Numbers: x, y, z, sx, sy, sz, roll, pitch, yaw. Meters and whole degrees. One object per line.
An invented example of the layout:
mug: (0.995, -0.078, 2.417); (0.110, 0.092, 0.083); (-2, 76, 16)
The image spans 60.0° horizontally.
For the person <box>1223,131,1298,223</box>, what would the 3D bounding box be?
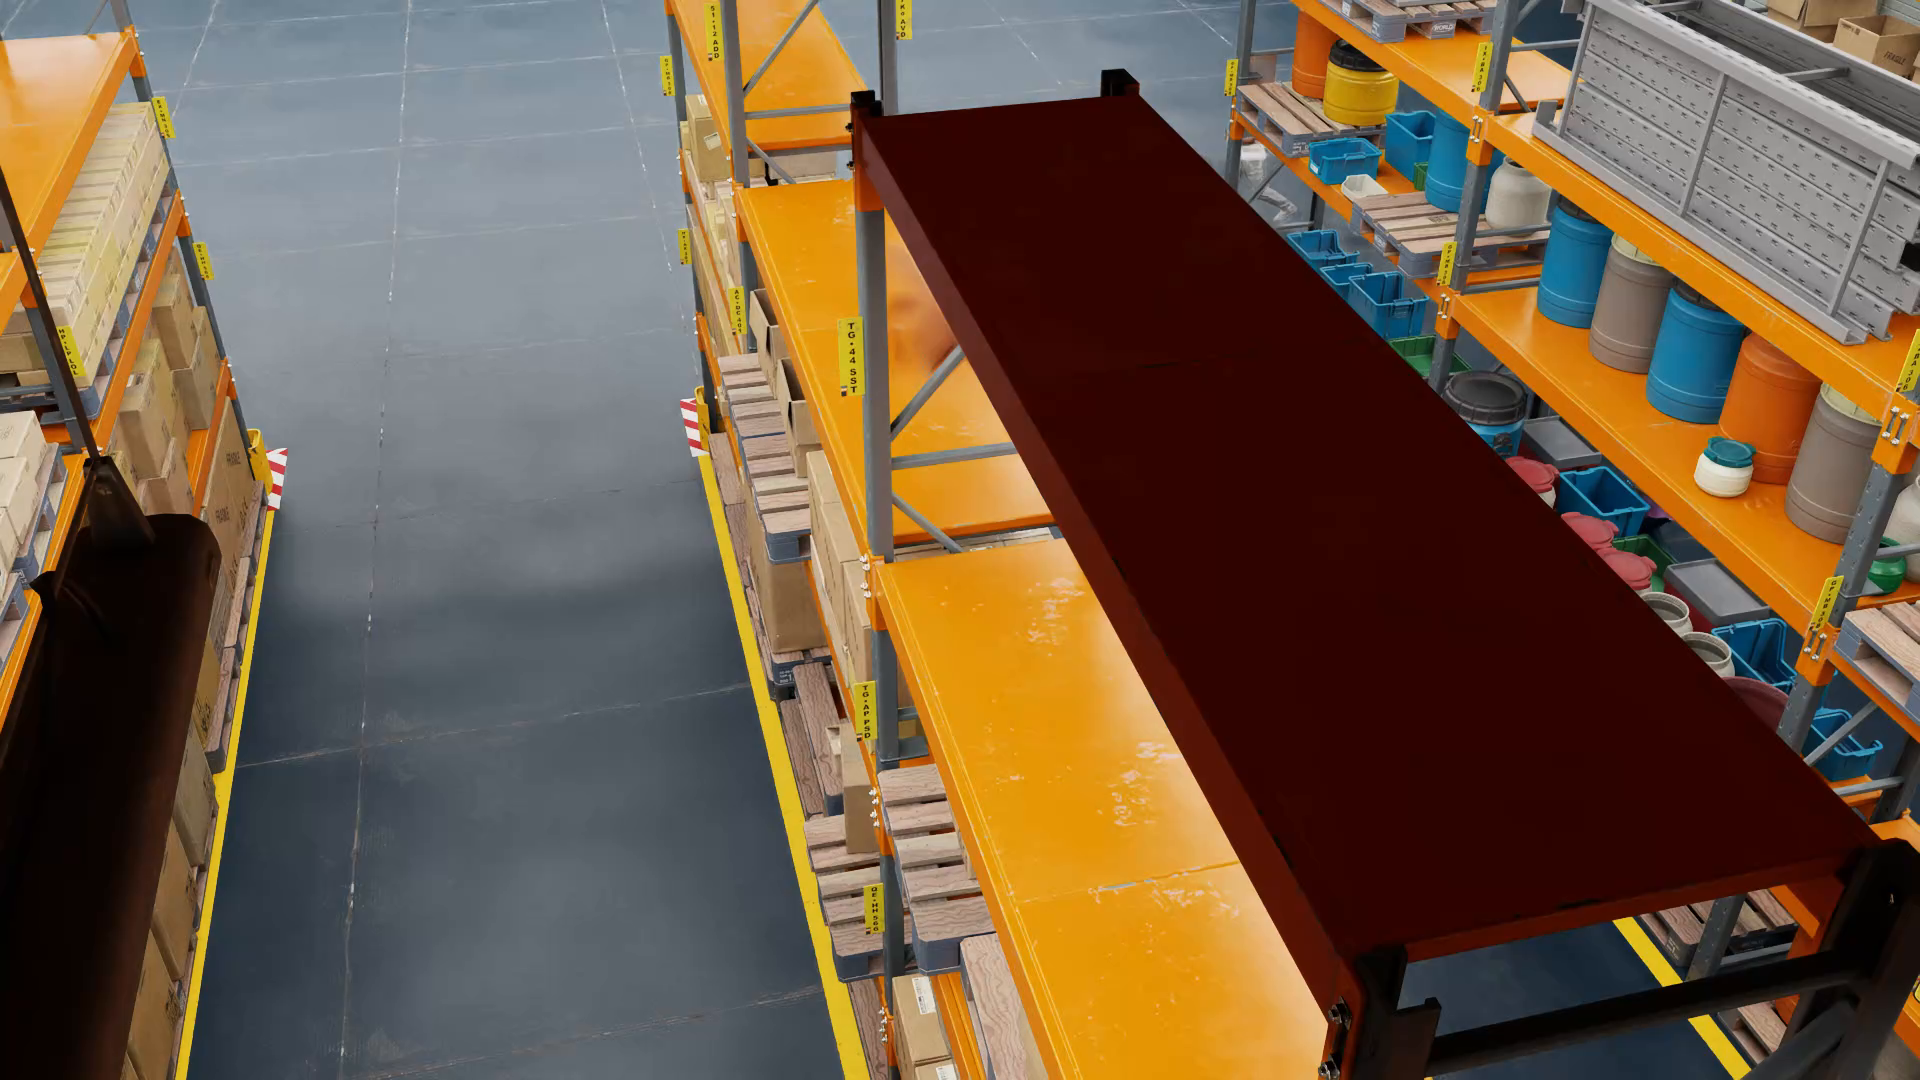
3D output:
person: (3.311, -4.329, 18.849); (1.149, 1.797, 0.645); (3, 35, 5)

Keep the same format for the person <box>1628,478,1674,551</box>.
person: (5.501, -0.272, 13.114); (0.535, 1.552, 0.515); (-7, 35, -10)
